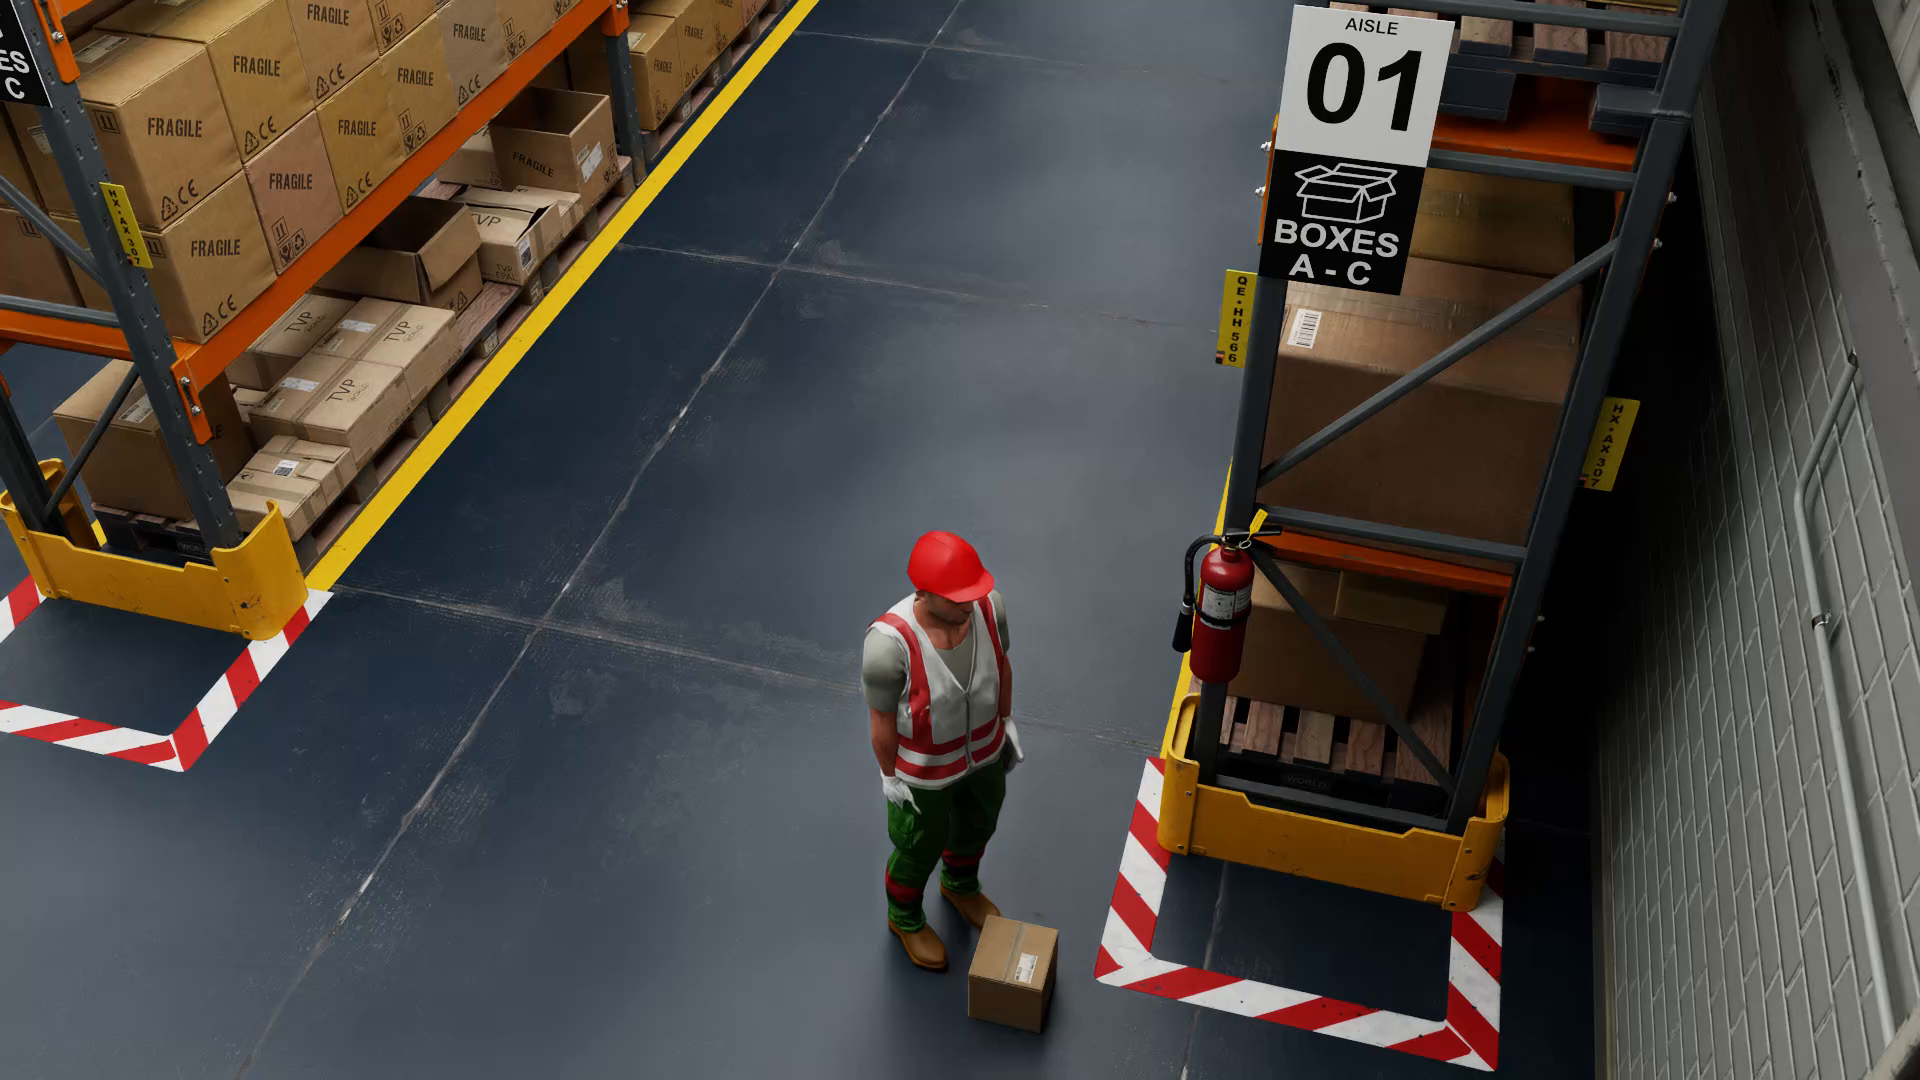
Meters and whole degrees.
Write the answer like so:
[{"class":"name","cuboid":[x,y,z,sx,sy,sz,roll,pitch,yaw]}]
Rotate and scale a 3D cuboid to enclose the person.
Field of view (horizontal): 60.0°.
[{"class":"person","cuboid":[-0.043,0.683,5.356,0.526,1.794,0.344,-25,47,-26]}]
